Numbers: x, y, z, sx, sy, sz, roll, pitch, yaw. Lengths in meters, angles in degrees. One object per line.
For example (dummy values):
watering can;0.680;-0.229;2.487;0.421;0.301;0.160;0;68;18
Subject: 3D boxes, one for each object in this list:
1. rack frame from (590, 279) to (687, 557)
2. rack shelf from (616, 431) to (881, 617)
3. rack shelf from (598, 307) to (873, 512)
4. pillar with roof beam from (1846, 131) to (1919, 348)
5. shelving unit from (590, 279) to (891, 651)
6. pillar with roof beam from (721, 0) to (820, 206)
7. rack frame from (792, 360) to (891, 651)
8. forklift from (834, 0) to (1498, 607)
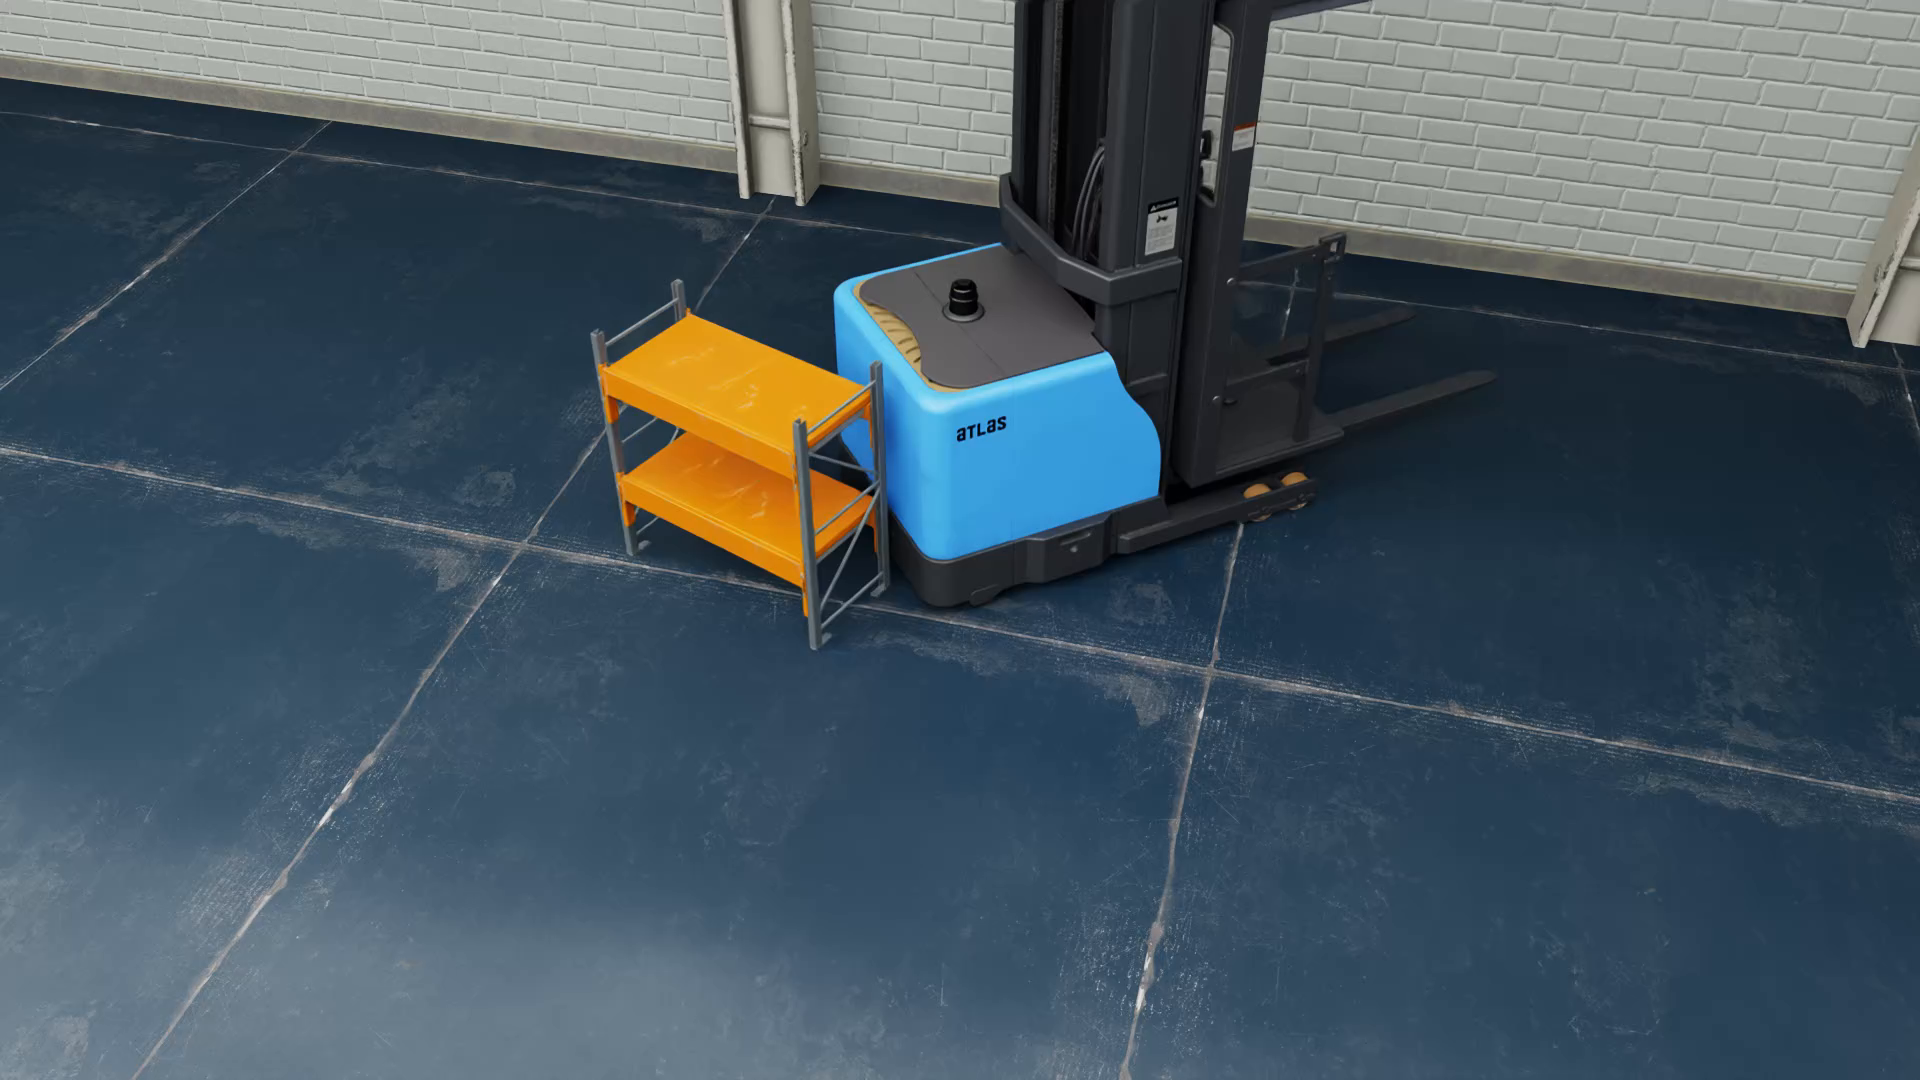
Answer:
rack frame;-1.279;-0.496;6.966;0.032;1.125;0.500;25;46;26
rack shelf;-0.865;-0.120;6.898;1.000;0.278;0.538;25;46;26
rack shelf;-0.865;-0.531;6.553;1.000;0.278;0.538;25;46;26
pillar with roof beam;3.642;-1.814;2.413;0.400;9.000;9.100;10;41;11
shelving unit;-0.865;-0.307;6.741;1.048;1.125;0.538;25;46;26
pillar with roof beam;-2.154;-2.812;3.601;0.400;9.000;9.100;10;41;11
rack frame;-0.450;-0.118;6.516;0.032;1.125;0.500;25;46;26
forklift;1.021;-1.494;6.750;3.031;2.935;1.130;-17;43;-19
